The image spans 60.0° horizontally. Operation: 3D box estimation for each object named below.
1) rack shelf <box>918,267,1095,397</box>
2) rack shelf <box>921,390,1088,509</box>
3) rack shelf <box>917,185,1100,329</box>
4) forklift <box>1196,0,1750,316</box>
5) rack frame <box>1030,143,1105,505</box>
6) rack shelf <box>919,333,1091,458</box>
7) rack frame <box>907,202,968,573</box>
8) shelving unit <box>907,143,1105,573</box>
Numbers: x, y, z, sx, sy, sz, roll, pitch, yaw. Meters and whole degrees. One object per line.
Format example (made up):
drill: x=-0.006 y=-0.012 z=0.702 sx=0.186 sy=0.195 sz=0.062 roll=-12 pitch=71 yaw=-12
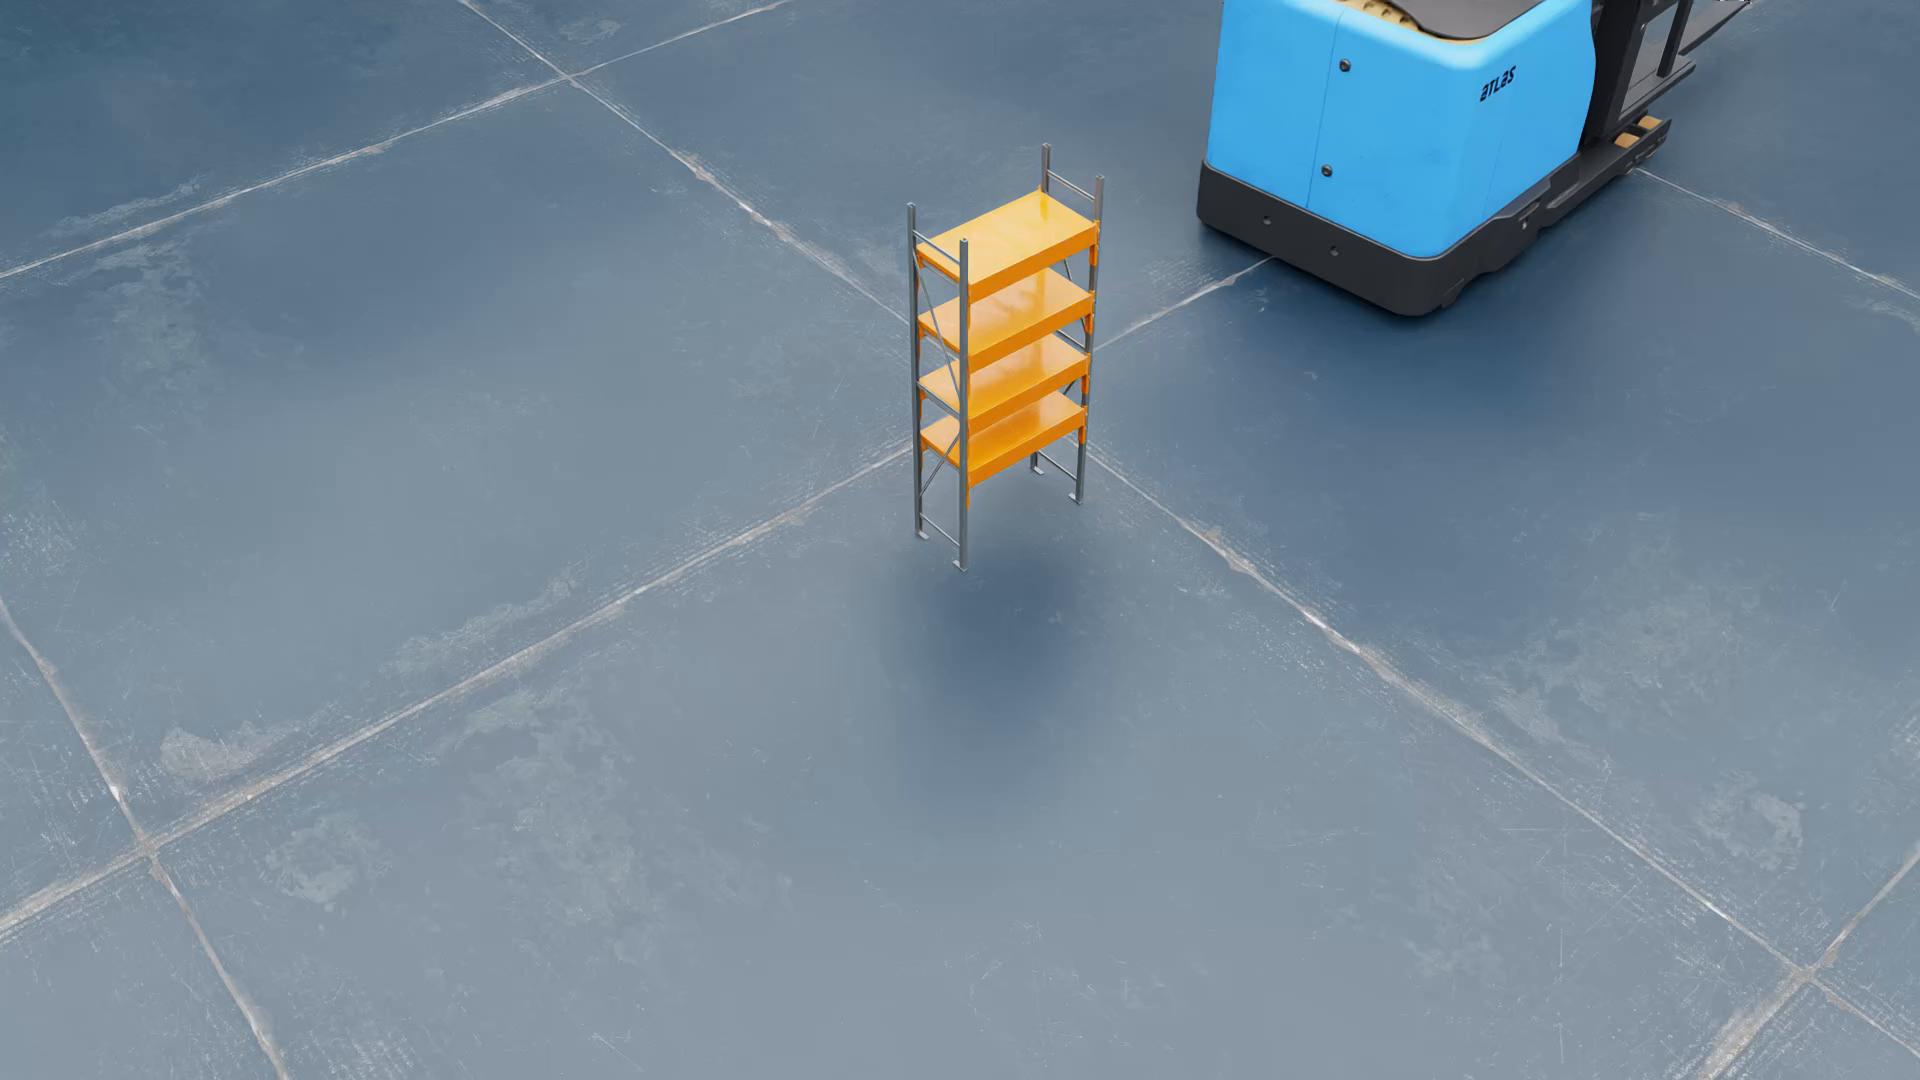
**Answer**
rack shelf: x=0.127 y=-0.624 z=4.810 sx=0.480 sy=0.148 sz=0.258 roll=-30 pitch=51 yaw=-28
rack shelf: x=0.127 y=-0.316 z=5.099 sx=0.480 sy=0.148 sz=0.258 roll=-30 pitch=51 yaw=-28
rack shelf: x=0.127 y=-0.796 z=4.648 sx=0.480 sy=0.148 sz=0.258 roll=-30 pitch=51 yaw=-28
forklift: x=2.307 y=-2.791 z=6.081 sx=1.130 sy=2.935 sz=3.031 roll=33 pitch=52 yaw=30
rack frame: x=0.314 y=-0.617 z=5.031 sx=0.015 sy=1.200 sz=0.240 roll=-30 pitch=51 yaw=-28
rack shelf: x=0.127 y=-0.461 z=4.963 sx=0.480 sy=0.148 sz=0.258 roll=-30 pitch=51 yaw=-28
rack frame: x=-0.060 y=-0.403 z=4.803 sx=0.015 sy=1.200 sz=0.240 roll=-30 pitch=51 yaw=-28
shelving unit: x=0.127 y=-0.510 z=4.917 sx=0.503 sy=1.200 sz=0.258 roll=-30 pitch=51 yaw=-28
